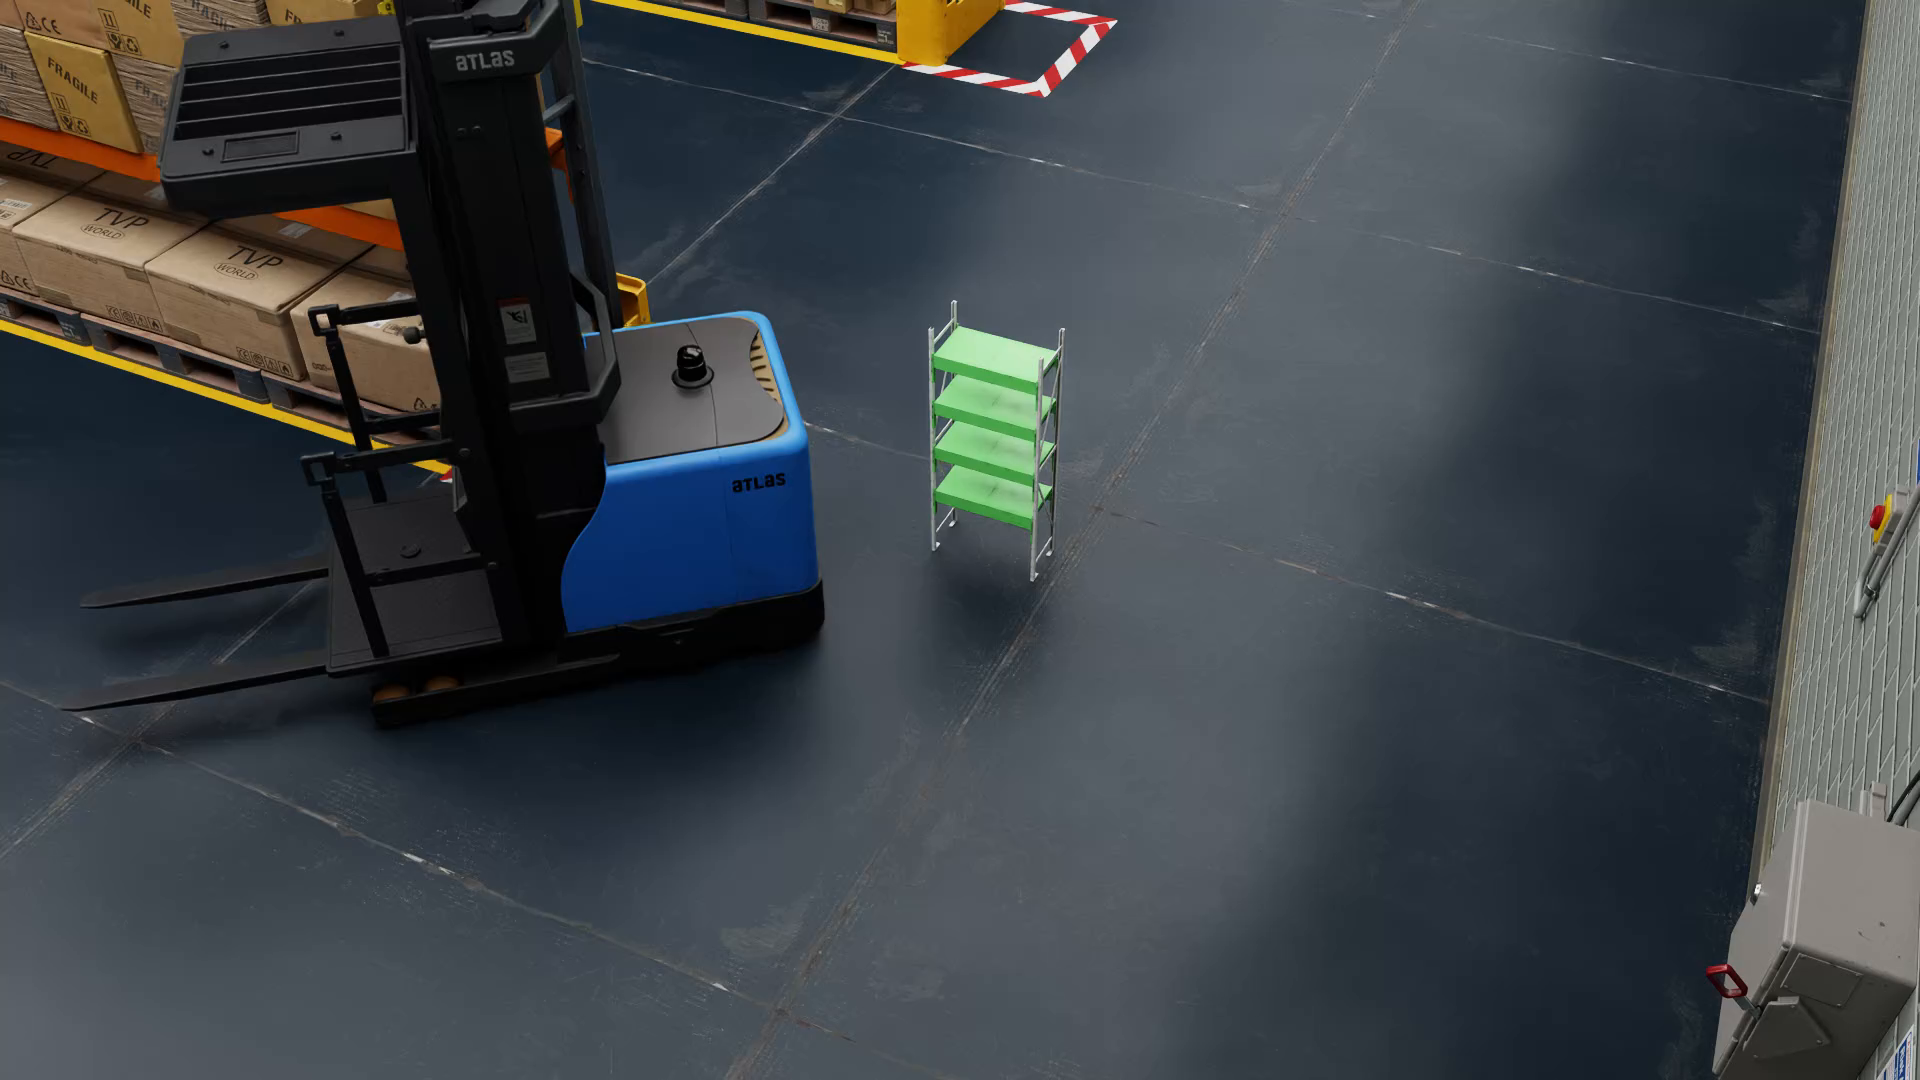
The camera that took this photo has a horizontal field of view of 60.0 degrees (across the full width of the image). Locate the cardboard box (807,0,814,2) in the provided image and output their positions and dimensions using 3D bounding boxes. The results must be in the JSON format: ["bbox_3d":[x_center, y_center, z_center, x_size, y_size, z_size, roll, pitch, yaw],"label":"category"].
[{"bbox_3d":[-1.025,-3.965,11.775,0.250,0.149,0.380,17,44,18],"label":"cardboard box"}]

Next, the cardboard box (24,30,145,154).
[{"bbox_3d":[-3.923,-2.195,7.799,0.500,0.500,0.500,18,44,20],"label":"cardboard box"}]

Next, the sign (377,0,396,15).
[{"bbox_3d":[-2.224,-1.969,6.551,0.005,0.325,0.100,17,44,19],"label":"sign"}]

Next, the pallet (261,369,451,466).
[{"bbox_3d":[-2.740,-0.882,8.490,1.213,0.211,1.003,17,44,19],"label":"pallet"}]

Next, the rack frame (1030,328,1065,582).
[{"bbox_3d":[0.371,-0.340,7.110,0.015,1.200,0.240,17,44,19],"label":"rack frame"}]

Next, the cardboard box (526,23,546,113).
[{"bbox_3d":[-2.296,-2.102,7.692,0.500,0.500,0.500,17,44,18],"label":"cardboard box"}]

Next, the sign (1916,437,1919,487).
[{"bbox_3d":[3.213,-0.327,5.514,0.001,0.218,0.327,17,44,19],"label":"sign"}]

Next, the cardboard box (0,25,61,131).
[{"bbox_3d":[-4.390,-2.337,7.964,0.500,0.500,0.500,17,44,19],"label":"cardboard box"}]

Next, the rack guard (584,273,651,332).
[{"bbox_3d":[-1.960,-0.809,8.186,0.348,0.500,1.175,17,44,19],"label":"rack guard"}]

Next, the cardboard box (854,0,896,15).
[{"bbox_3d":[-0.546,-3.830,11.618,0.250,0.149,0.380,18,44,19],"label":"cardboard box"}]

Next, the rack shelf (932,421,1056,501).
[{"bbox_3d":[0.150,-0.359,7.230,0.480,0.148,0.258,17,44,19],"label":"rack shelf"}]

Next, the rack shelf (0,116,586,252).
[{"bbox_3d":[-3.795,-2.042,8.249,4.000,0.370,1.077,17,44,19],"label":"rack shelf"}]

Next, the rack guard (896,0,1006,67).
[{"bbox_3d":[-0.050,-3.803,11.640,0.348,0.500,1.175,17,44,19],"label":"rack guard"}]

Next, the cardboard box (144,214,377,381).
[{"bbox_3d":[-3.455,-1.323,8.505,0.875,0.438,0.875,18,44,20],"label":"cardboard box"}]

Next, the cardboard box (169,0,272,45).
[{"bbox_3d":[-3.006,-2.296,7.152,0.500,0.500,0.500,17,44,19],"label":"cardboard box"}]

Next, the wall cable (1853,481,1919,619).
[{"bbox_3d":[3.138,-0.609,5.246,0.123,1.953,0.585,17,44,19],"label":"wall cable"}]

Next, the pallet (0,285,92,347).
[{"bbox_3d":[-4.951,-1.557,9.270,1.213,0.211,1.003,17,44,19],"label":"pallet"}]

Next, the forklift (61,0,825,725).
[{"bbox_3d":[-2.155,-0.742,6.252,3.031,2.935,1.130,-10,42,-11],"label":"forklift"}]

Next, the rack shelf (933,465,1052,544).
[{"bbox_3d":[0.150,-0.178,7.387,0.480,0.148,0.258,17,44,19],"label":"rack shelf"}]

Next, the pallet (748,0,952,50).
[{"bbox_3d":[-0.771,-3.940,12.018,1.213,0.211,1.003,17,44,19],"label":"pallet"}]

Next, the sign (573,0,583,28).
[{"bbox_3d":[-1.742,-2.445,7.443,0.005,0.325,0.100,17,44,19],"label":"sign"}]

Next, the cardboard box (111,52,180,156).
[{"bbox_3d":[-3.450,-2.059,7.643,0.500,0.500,0.500,18,44,20],"label":"cardboard box"}]

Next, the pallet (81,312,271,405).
[{"bbox_3d":[-3.841,-1.220,8.881,1.213,0.211,1.003,17,44,19],"label":"pallet"}]

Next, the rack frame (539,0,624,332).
[{"bbox_3d":[-1.982,-1.760,7.375,0.127,3.000,1.000,17,44,19],"label":"rack frame"}]

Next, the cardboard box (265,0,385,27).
[{"bbox_3d":[-2.520,-2.168,7.006,0.500,0.500,0.500,18,44,20],"label":"cardboard box"}]

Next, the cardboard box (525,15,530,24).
[{"bbox_3d":[-2.297,-2.478,7.363,0.500,0.500,0.500,16,43,18],"label":"cardboard box"}]

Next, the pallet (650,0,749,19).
[{"bbox_3d":[-1.873,-4.279,12.409,1.213,0.211,1.003,17,44,19],"label":"pallet"}]

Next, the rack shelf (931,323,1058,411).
[{"bbox_3d":[0.150,-0.722,6.916,0.480,0.148,0.258,17,44,19],"label":"rack shelf"}]

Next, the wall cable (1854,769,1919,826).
[{"bbox_3d":[2.549,0.248,4.282,0.122,1.984,0.588,17,44,19],"label":"wall cable"}]

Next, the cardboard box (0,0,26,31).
[{"bbox_3d":[-4.363,-2.716,7.637,0.500,0.500,0.500,18,44,19],"label":"cardboard box"}]

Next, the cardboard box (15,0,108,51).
[{"bbox_3d":[-3.907,-2.575,7.475,0.500,0.500,0.500,17,44,18],"label":"cardboard box"}]

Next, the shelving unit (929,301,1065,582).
[{"bbox_3d":[0.150,-0.408,7.188,0.503,1.200,0.258,17,44,19],"label":"shelving unit"}]

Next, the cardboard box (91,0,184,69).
[{"bbox_3d":[-3.453,-2.434,7.313,0.500,0.500,0.500,17,44,18],"label":"cardboard box"}]

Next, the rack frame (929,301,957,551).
[{"bbox_3d":[-0.071,-0.475,7.266,0.015,1.200,0.240,17,44,19],"label":"rack frame"}]

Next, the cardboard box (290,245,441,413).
[{"bbox_3d":[-2.623,-1.074,8.219,0.875,0.438,0.875,16,43,17],"label":"cardboard box"}]

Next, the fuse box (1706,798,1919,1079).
[{"bbox_3d":[2.117,1.480,4.619,0.414,1.711,0.539,17,44,19],"label":"fuse box"}]

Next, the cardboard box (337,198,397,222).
[{"bbox_3d":[-2.531,-1.775,7.315,0.500,0.500,0.500,17,44,19],"label":"cardboard box"}]

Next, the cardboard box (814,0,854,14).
[{"bbox_3d":[-0.822,-3.841,11.631,0.250,0.149,0.380,18,44,20],"label":"cardboard box"}]

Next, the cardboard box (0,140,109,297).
[{"bbox_3d":[-5.083,-1.821,9.080,0.875,0.438,0.875,16,44,18],"label":"cardboard box"}]

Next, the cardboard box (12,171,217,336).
[{"bbox_3d":[-4.272,-1.574,8.795,0.875,0.438,0.875,16,43,17],"label":"cardboard box"}]

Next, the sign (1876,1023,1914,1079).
[{"bbox_3d":[2.096,1.380,3.824,0.001,0.494,0.329,17,44,19],"label":"sign"}]

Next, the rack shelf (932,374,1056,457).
[{"bbox_3d":[0.150,-0.541,7.073,0.480,0.148,0.258,17,44,19],"label":"rack shelf"}]
